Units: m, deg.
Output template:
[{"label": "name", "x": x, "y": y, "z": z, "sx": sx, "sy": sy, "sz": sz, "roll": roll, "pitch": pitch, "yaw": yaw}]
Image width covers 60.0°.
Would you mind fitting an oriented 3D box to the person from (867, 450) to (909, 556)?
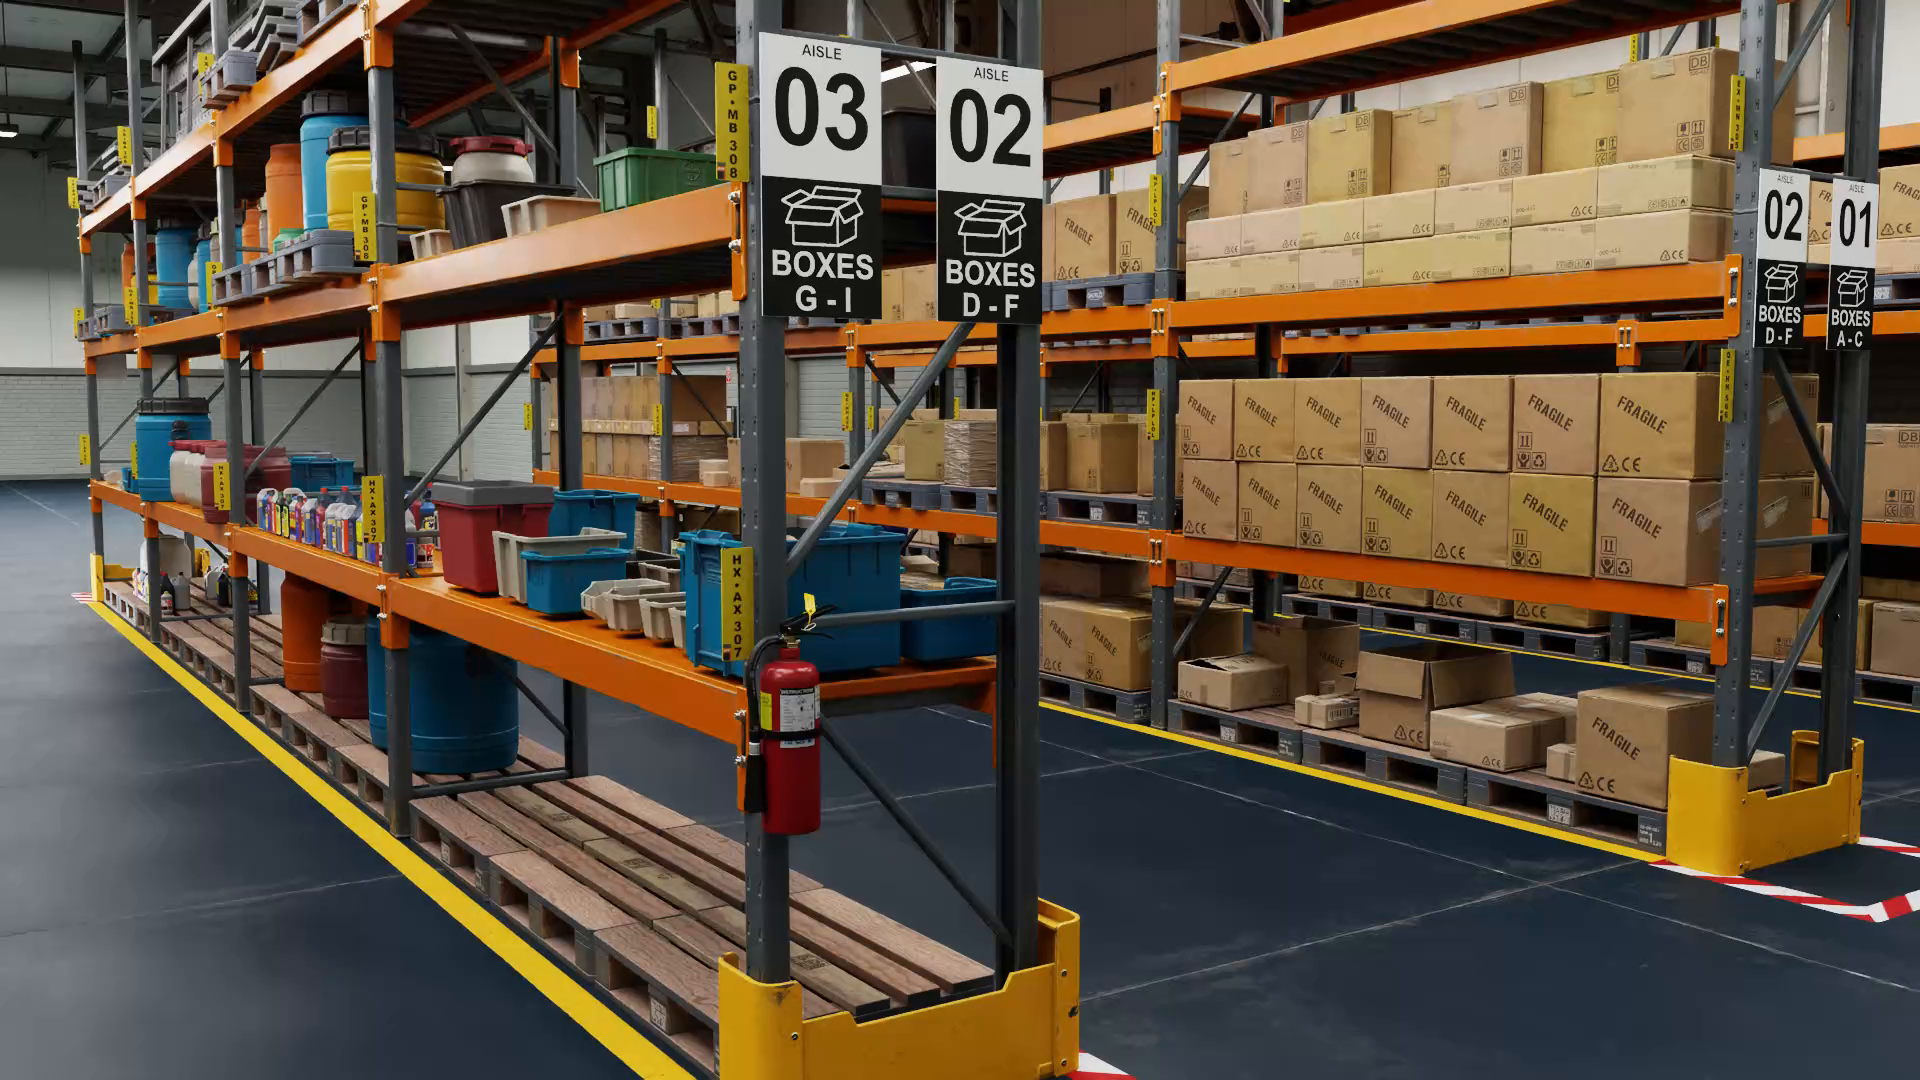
[{"label": "person", "x": -0.781, "y": -0.139, "z": 17.793, "sx": 0.537, "sy": 1.651, "sz": 0.421, "roll": -3, "pitch": 6, "yaw": -35}]
